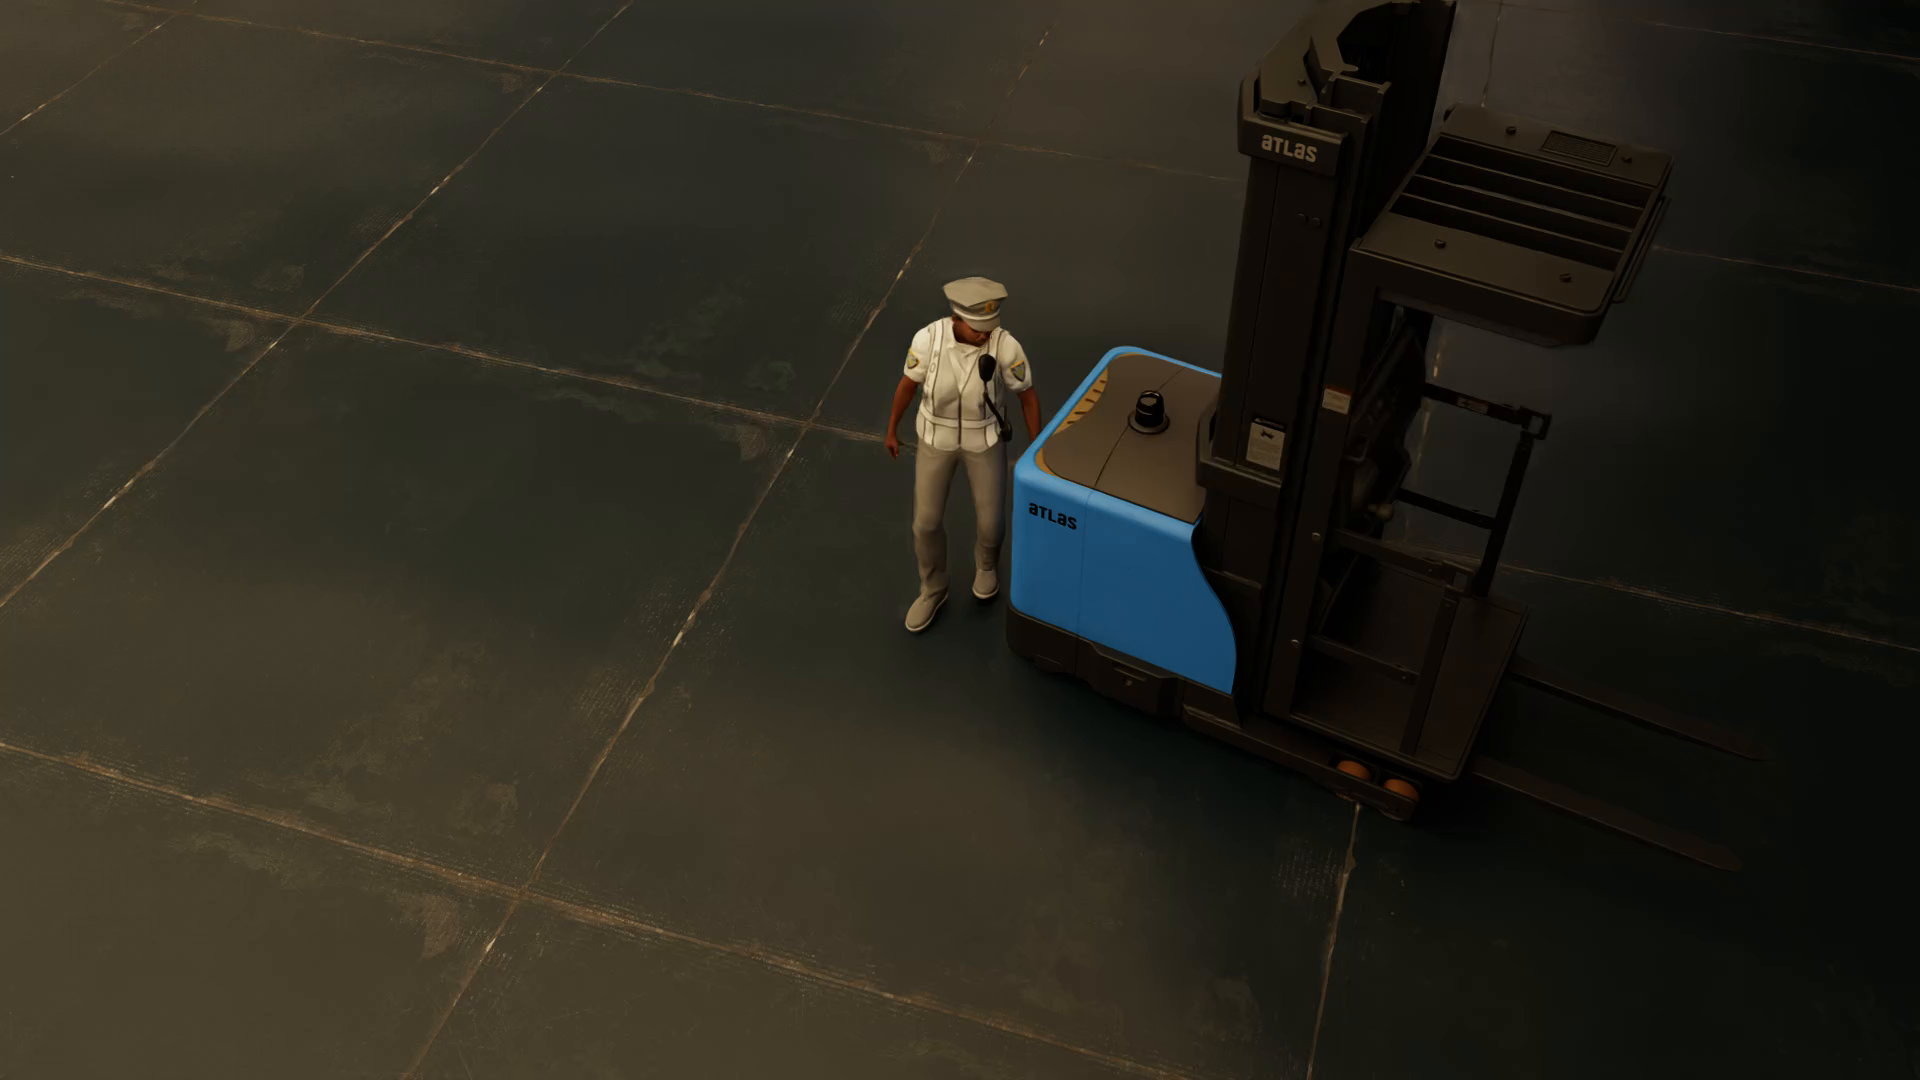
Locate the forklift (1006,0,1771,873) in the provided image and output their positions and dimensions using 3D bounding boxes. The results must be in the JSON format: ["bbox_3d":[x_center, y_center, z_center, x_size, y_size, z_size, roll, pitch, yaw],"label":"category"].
[{"bbox_3d":[1.739,-0.374,6.091,3.031,2.935,1.130,21,47,21],"label":"forklift"}]

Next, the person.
[{"bbox_3d":[0.004,-0.357,7.034,0.675,1.615,0.575,3,43,3],"label":"person"}]
